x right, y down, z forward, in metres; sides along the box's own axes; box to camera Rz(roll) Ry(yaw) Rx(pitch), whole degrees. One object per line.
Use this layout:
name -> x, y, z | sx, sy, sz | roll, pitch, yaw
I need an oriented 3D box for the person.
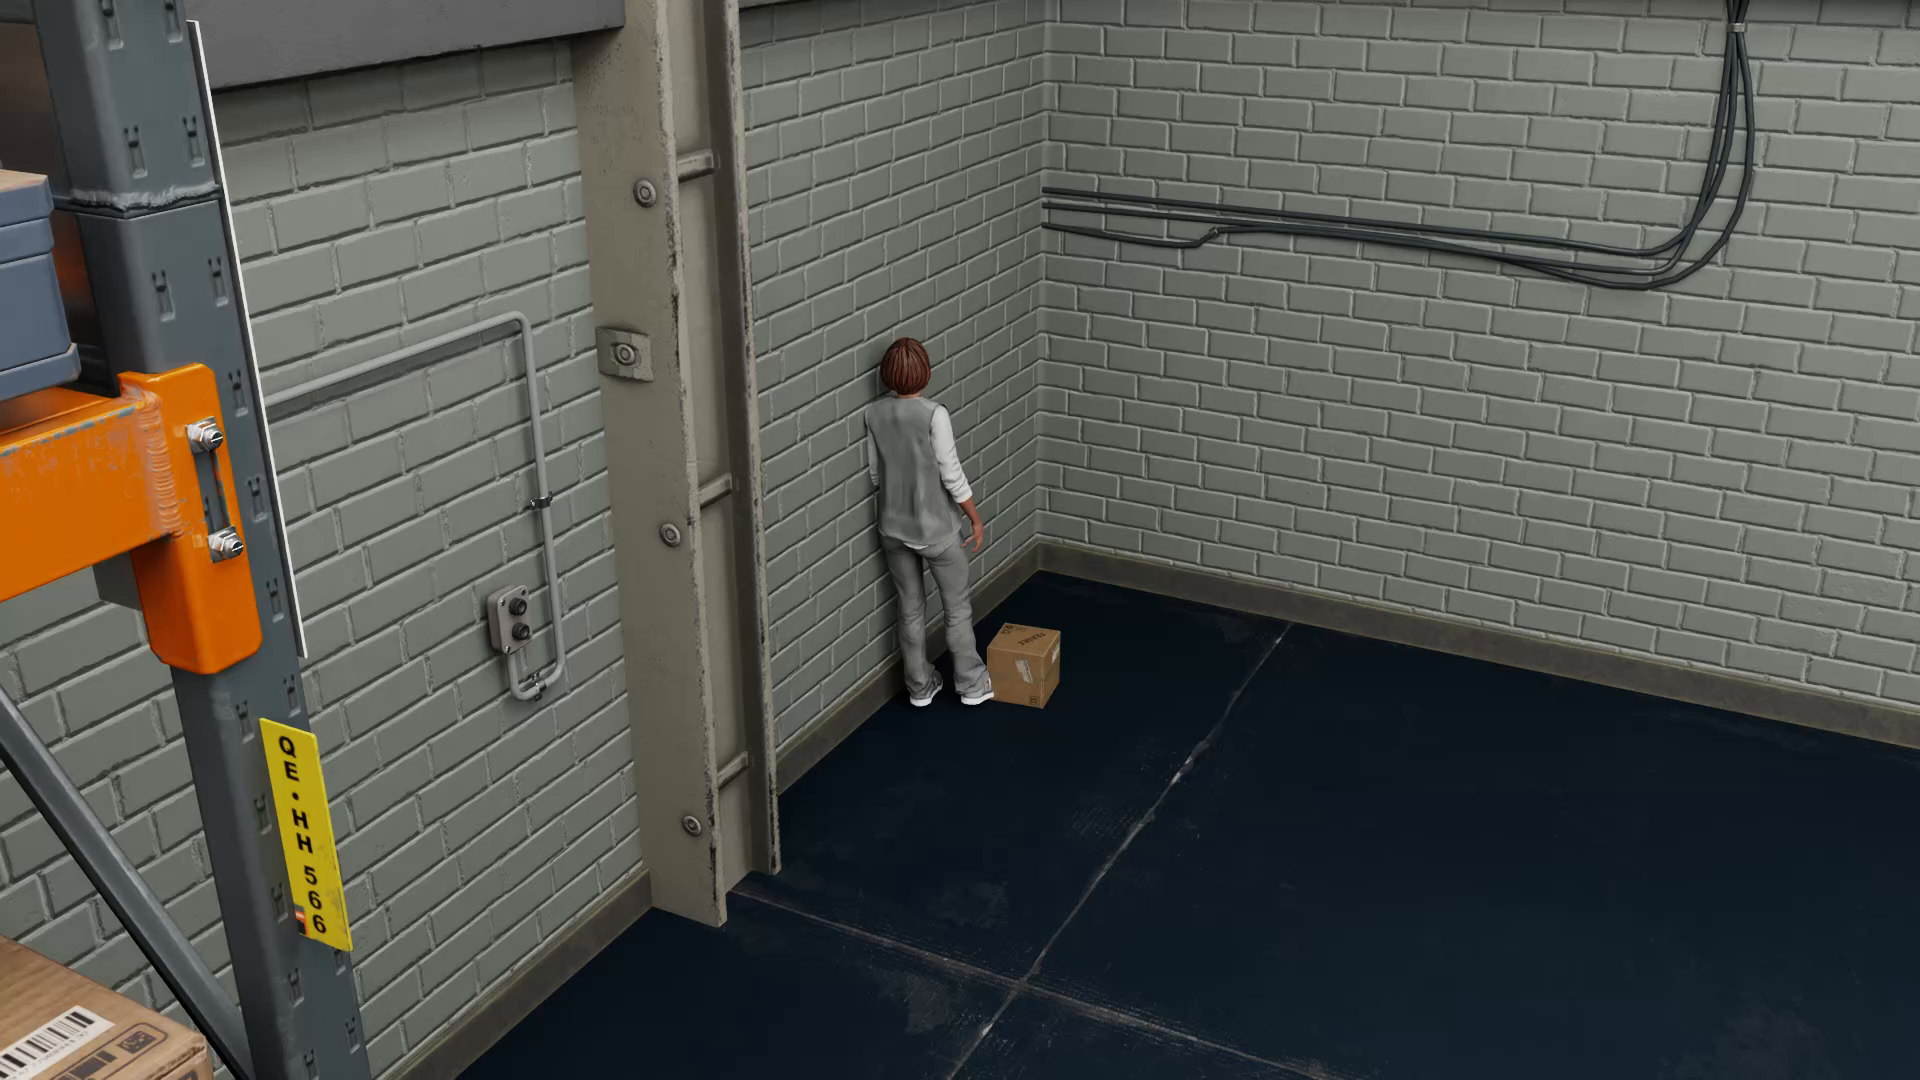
person -> -0.116, -0.070, 6.748 | 0.520, 1.597, 0.475 | 11, 26, 25
